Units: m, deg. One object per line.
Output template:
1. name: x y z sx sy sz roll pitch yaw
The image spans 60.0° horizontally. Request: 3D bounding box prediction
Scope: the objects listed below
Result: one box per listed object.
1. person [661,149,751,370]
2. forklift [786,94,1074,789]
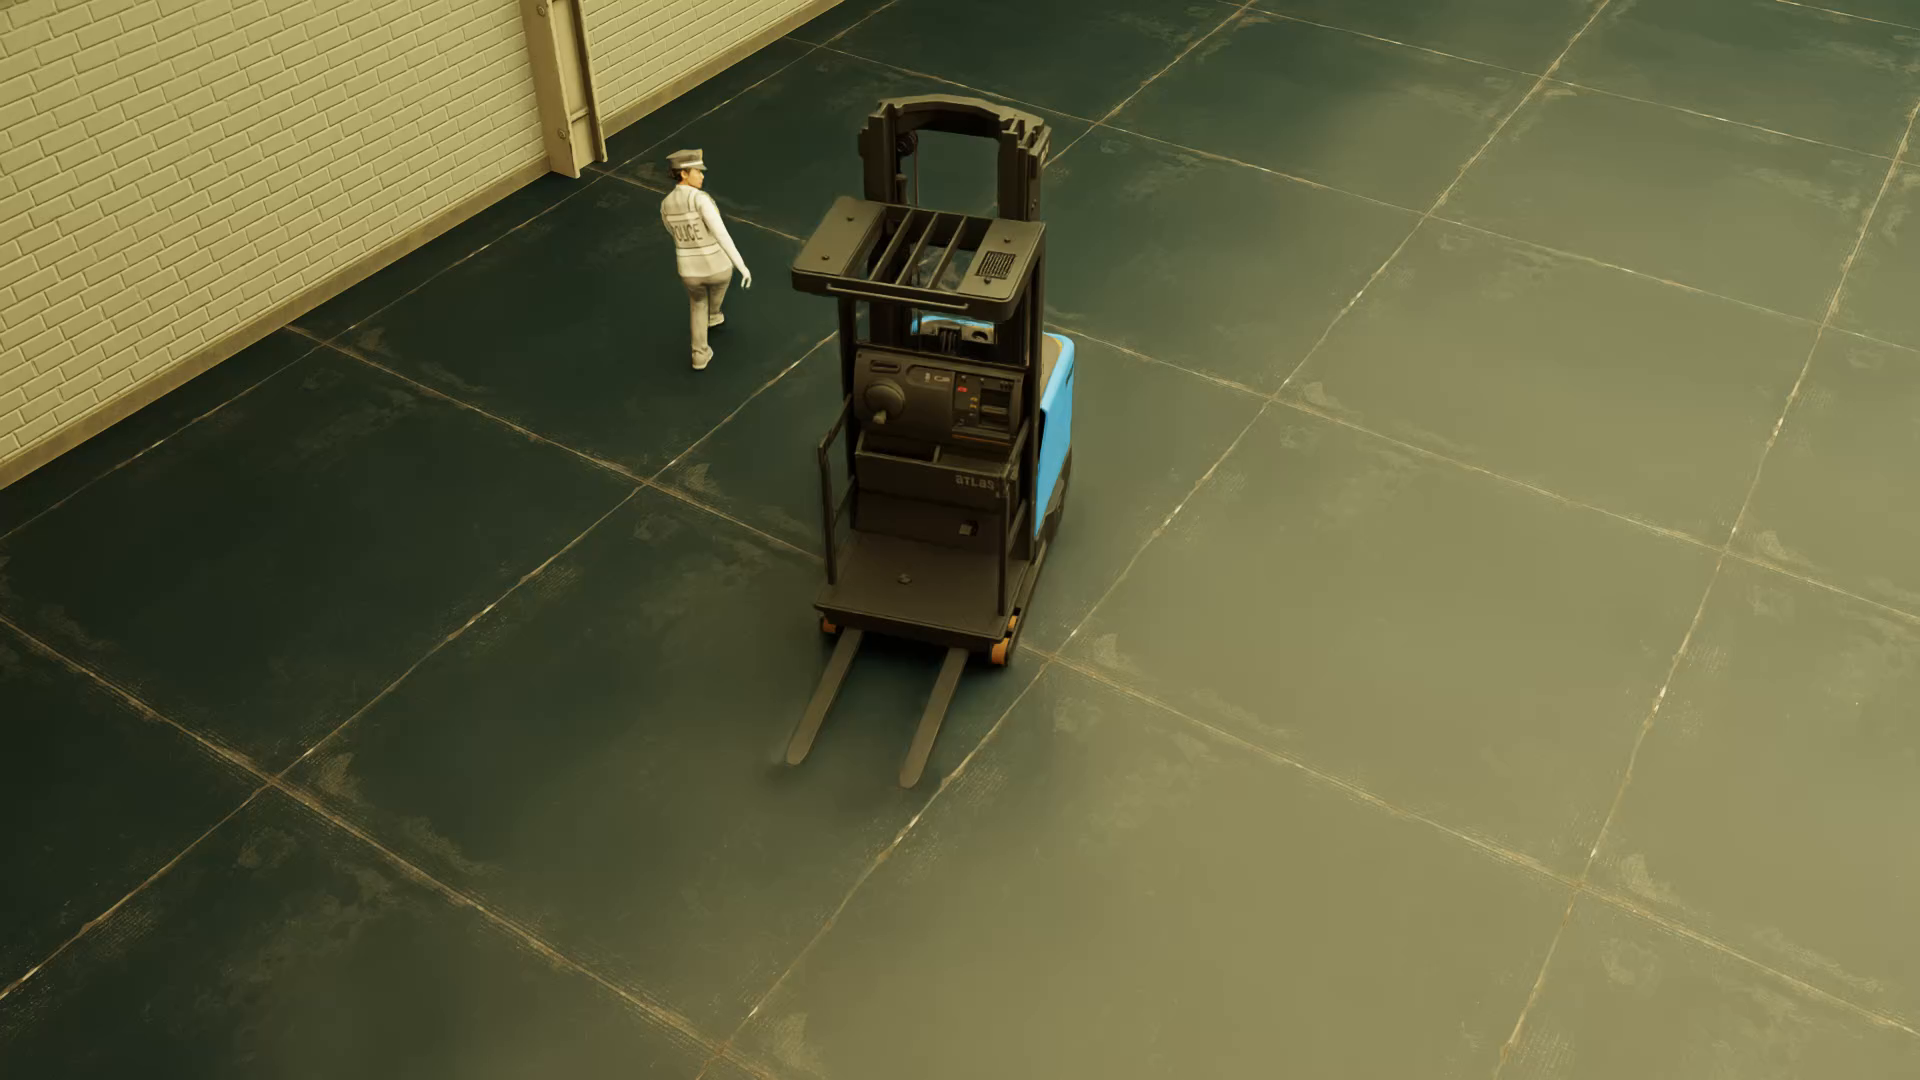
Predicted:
1. person: -1.675 -1.964 11.386 0.701 1.525 0.729 8 41 9
2. forklift: -0.175 -0.691 8.782 1.130 2.935 3.031 10 41 12
